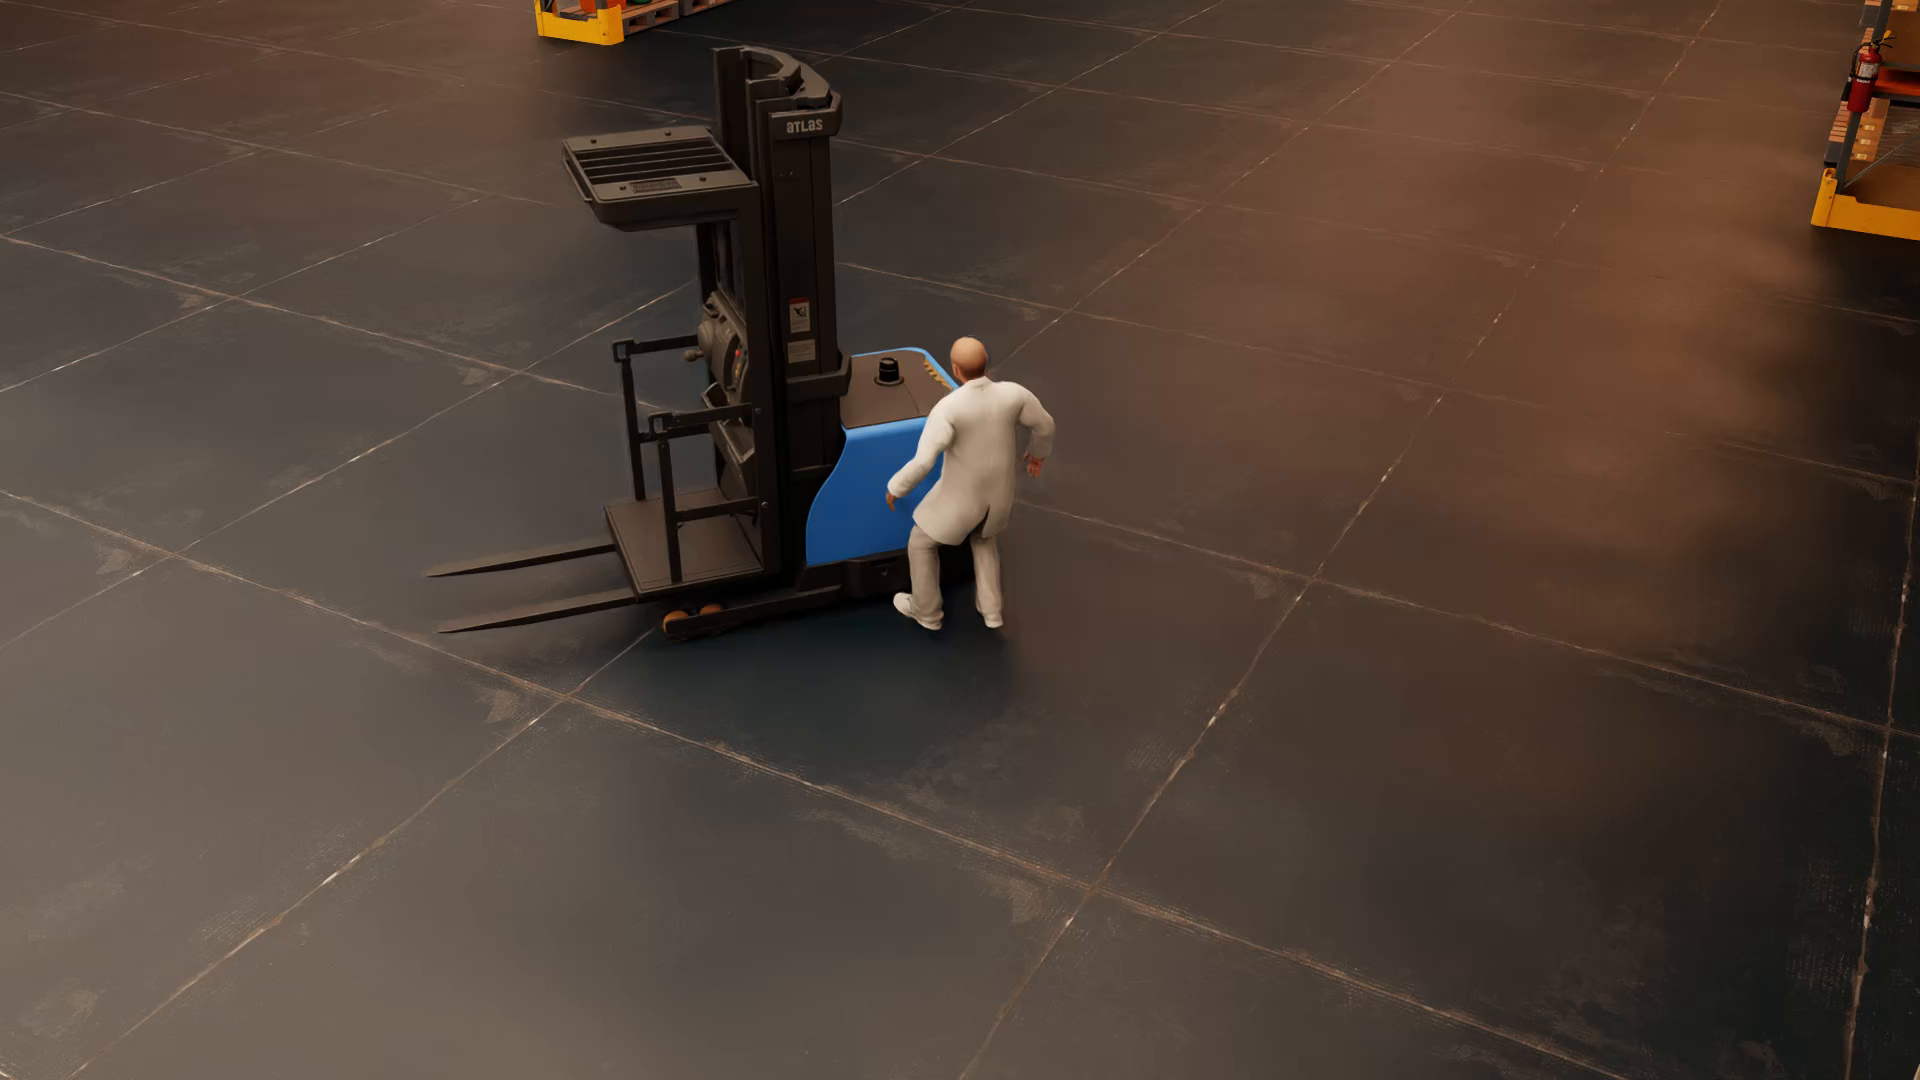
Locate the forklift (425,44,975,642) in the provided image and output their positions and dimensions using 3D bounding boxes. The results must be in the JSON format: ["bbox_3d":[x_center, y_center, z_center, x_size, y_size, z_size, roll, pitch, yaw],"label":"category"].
[{"bbox_3d":[-1.443,-1.014,8.828,3.031,2.935,1.130,-11,32,-18],"label":"forklift"}]

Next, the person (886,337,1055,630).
[{"bbox_3d":[0.022,-0.308,8.844,0.970,1.732,0.609,-14,33,-22],"label":"person"}]
